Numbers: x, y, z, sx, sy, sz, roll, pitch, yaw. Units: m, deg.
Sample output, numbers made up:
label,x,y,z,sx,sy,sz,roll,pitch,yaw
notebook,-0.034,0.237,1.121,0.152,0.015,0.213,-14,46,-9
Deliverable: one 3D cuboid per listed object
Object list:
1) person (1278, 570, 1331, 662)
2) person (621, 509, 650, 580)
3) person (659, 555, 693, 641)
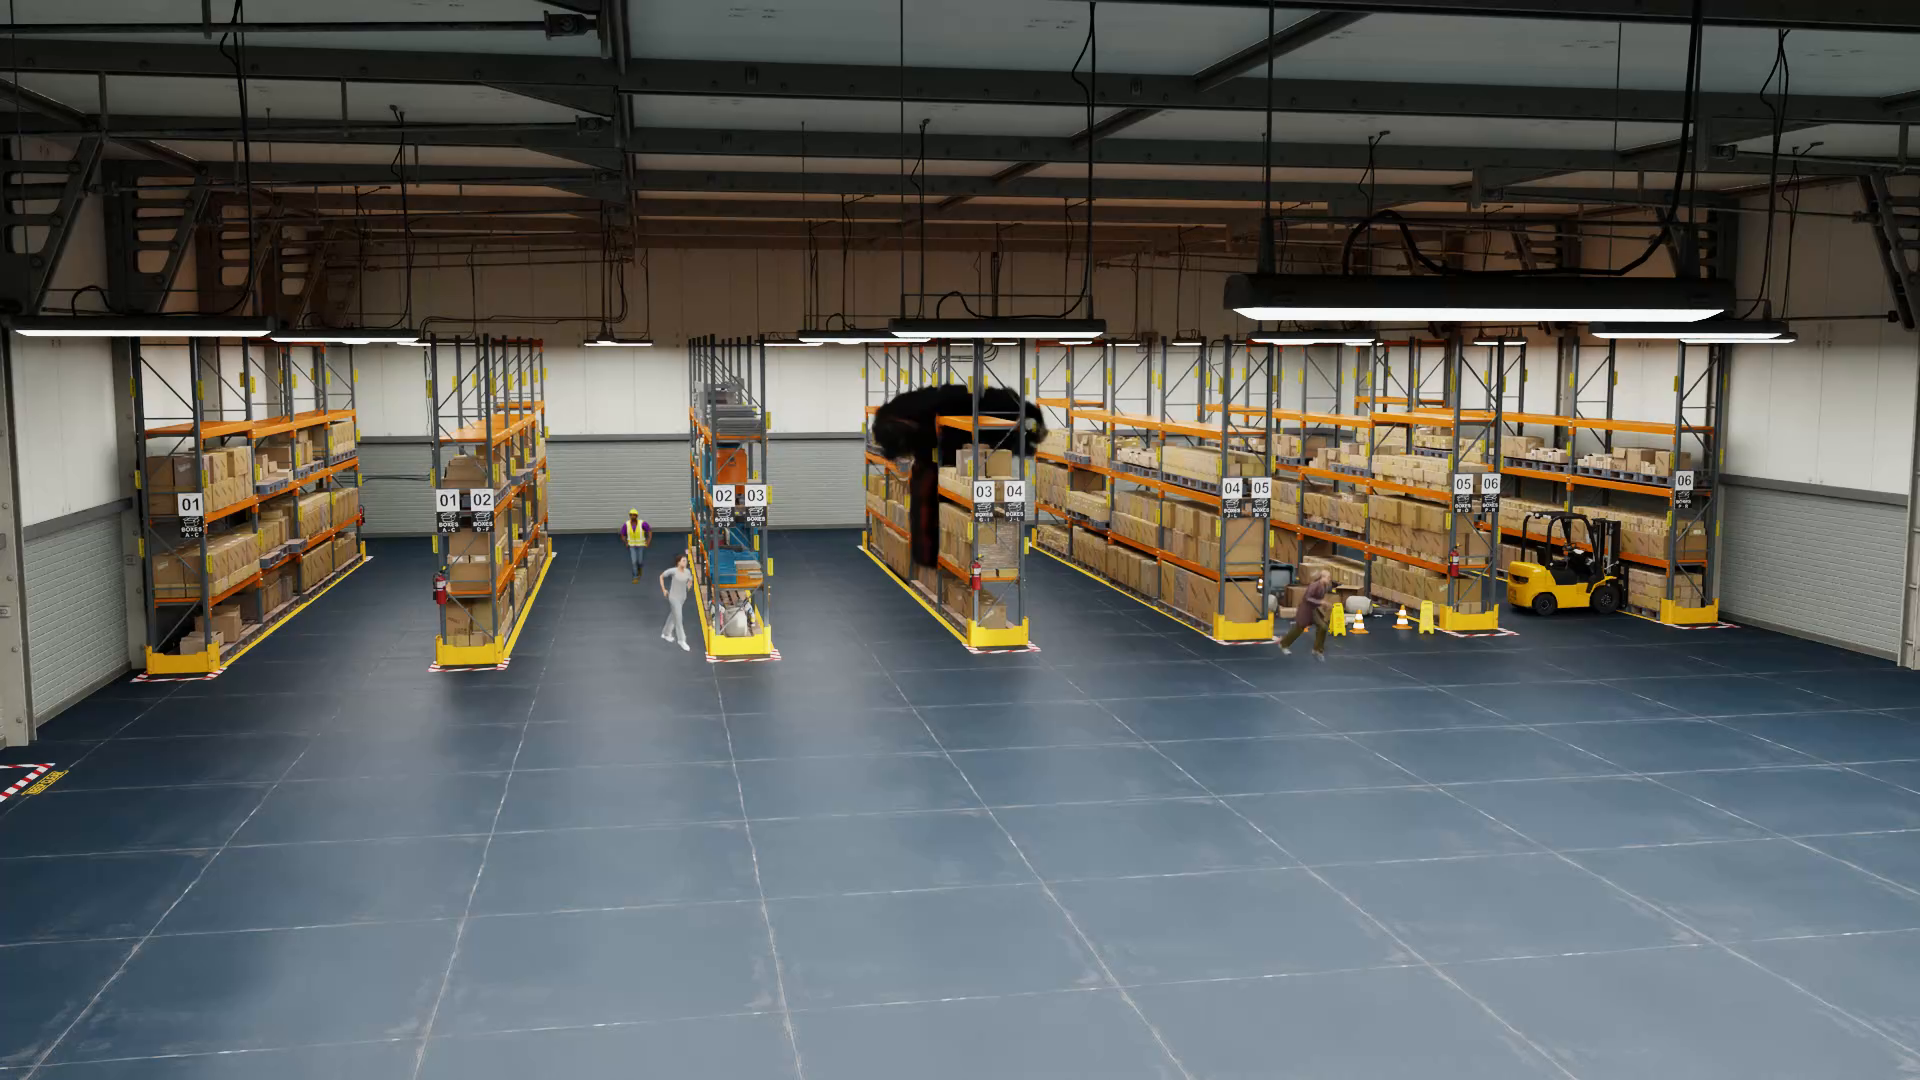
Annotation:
label,x,y,z,sx,sy,sz,roll,pitch,yaw
person,6.411,1.389,30.835,1.069,1.742,0.753,5,8,37
person,-7.557,0.108,38.752,0.683,1.674,0.524,-1,7,-6
person,-5.233,1.047,30.688,0.745,1.581,0.580,5,8,39
